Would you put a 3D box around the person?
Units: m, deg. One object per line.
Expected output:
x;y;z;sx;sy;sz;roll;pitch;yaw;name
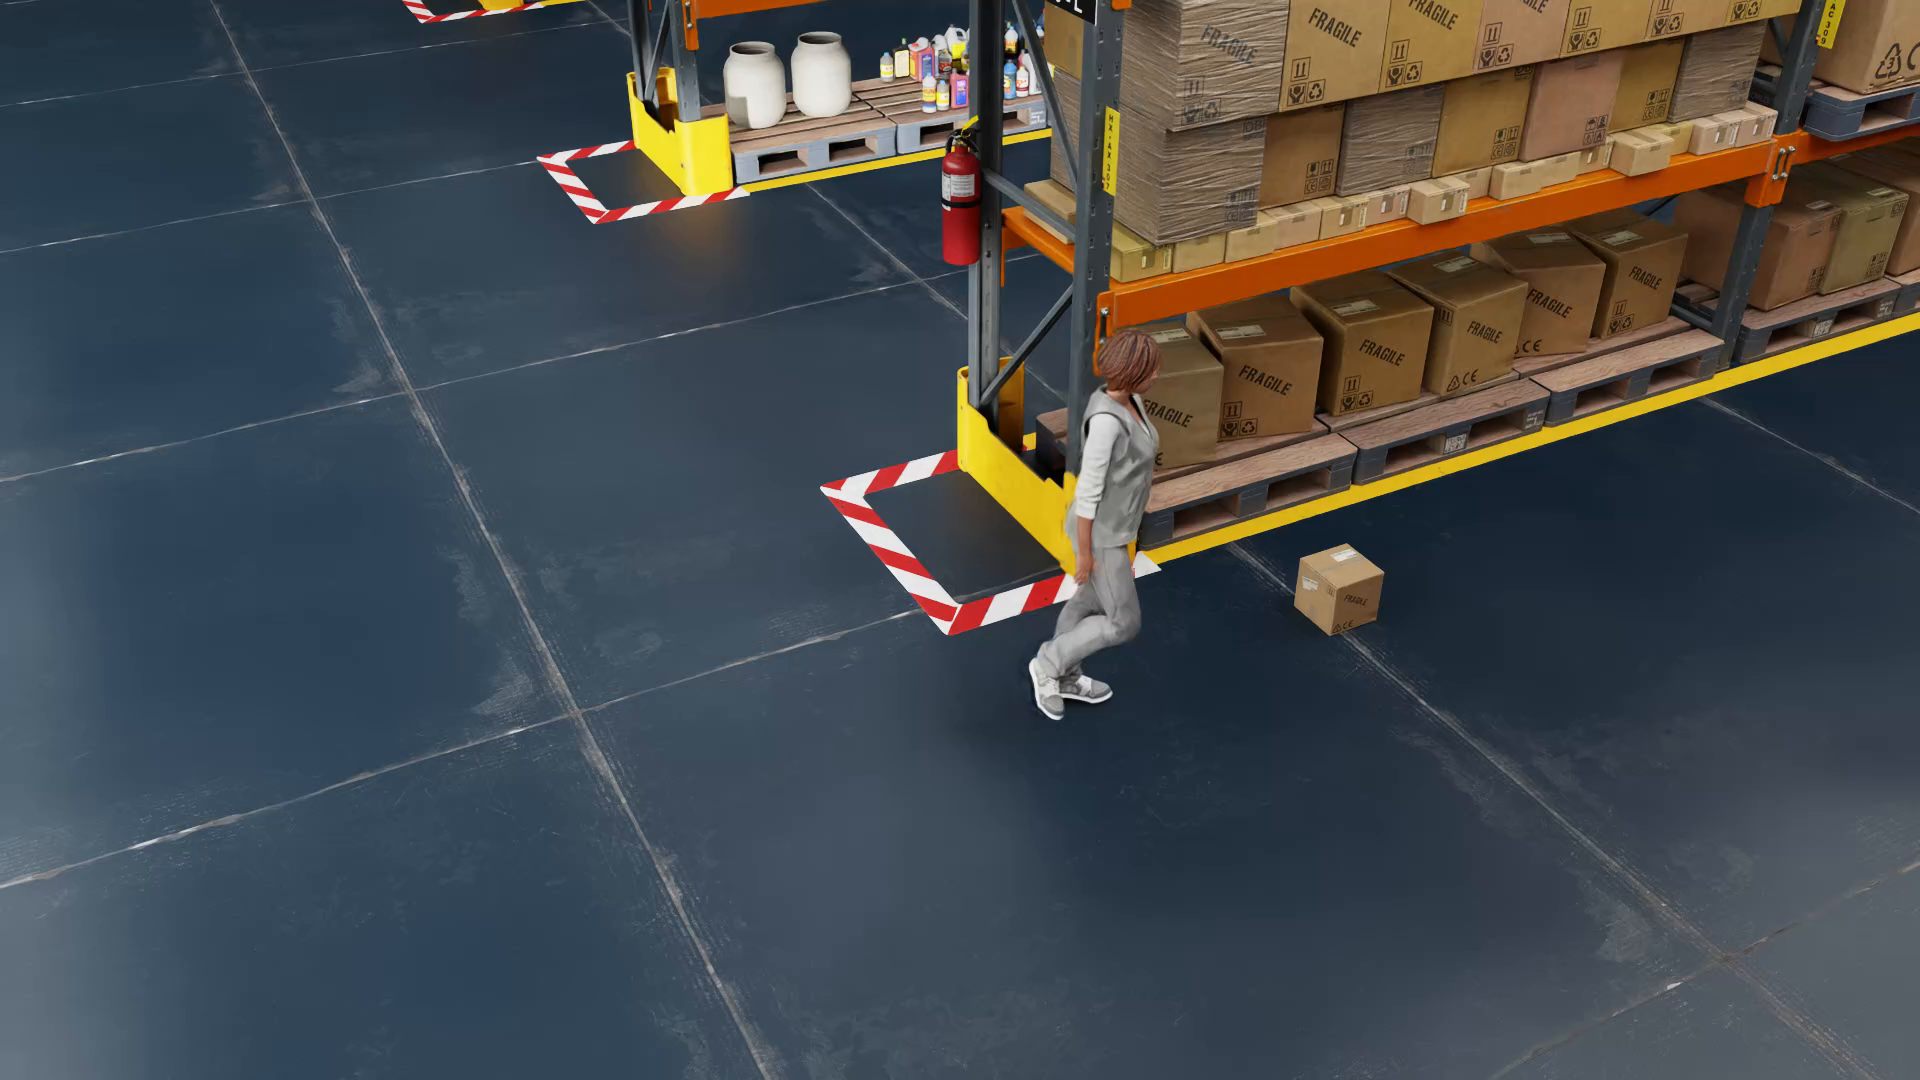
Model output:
0.499;-0.028;6.179;0.428;1.577;0.514;7;34;11;person
